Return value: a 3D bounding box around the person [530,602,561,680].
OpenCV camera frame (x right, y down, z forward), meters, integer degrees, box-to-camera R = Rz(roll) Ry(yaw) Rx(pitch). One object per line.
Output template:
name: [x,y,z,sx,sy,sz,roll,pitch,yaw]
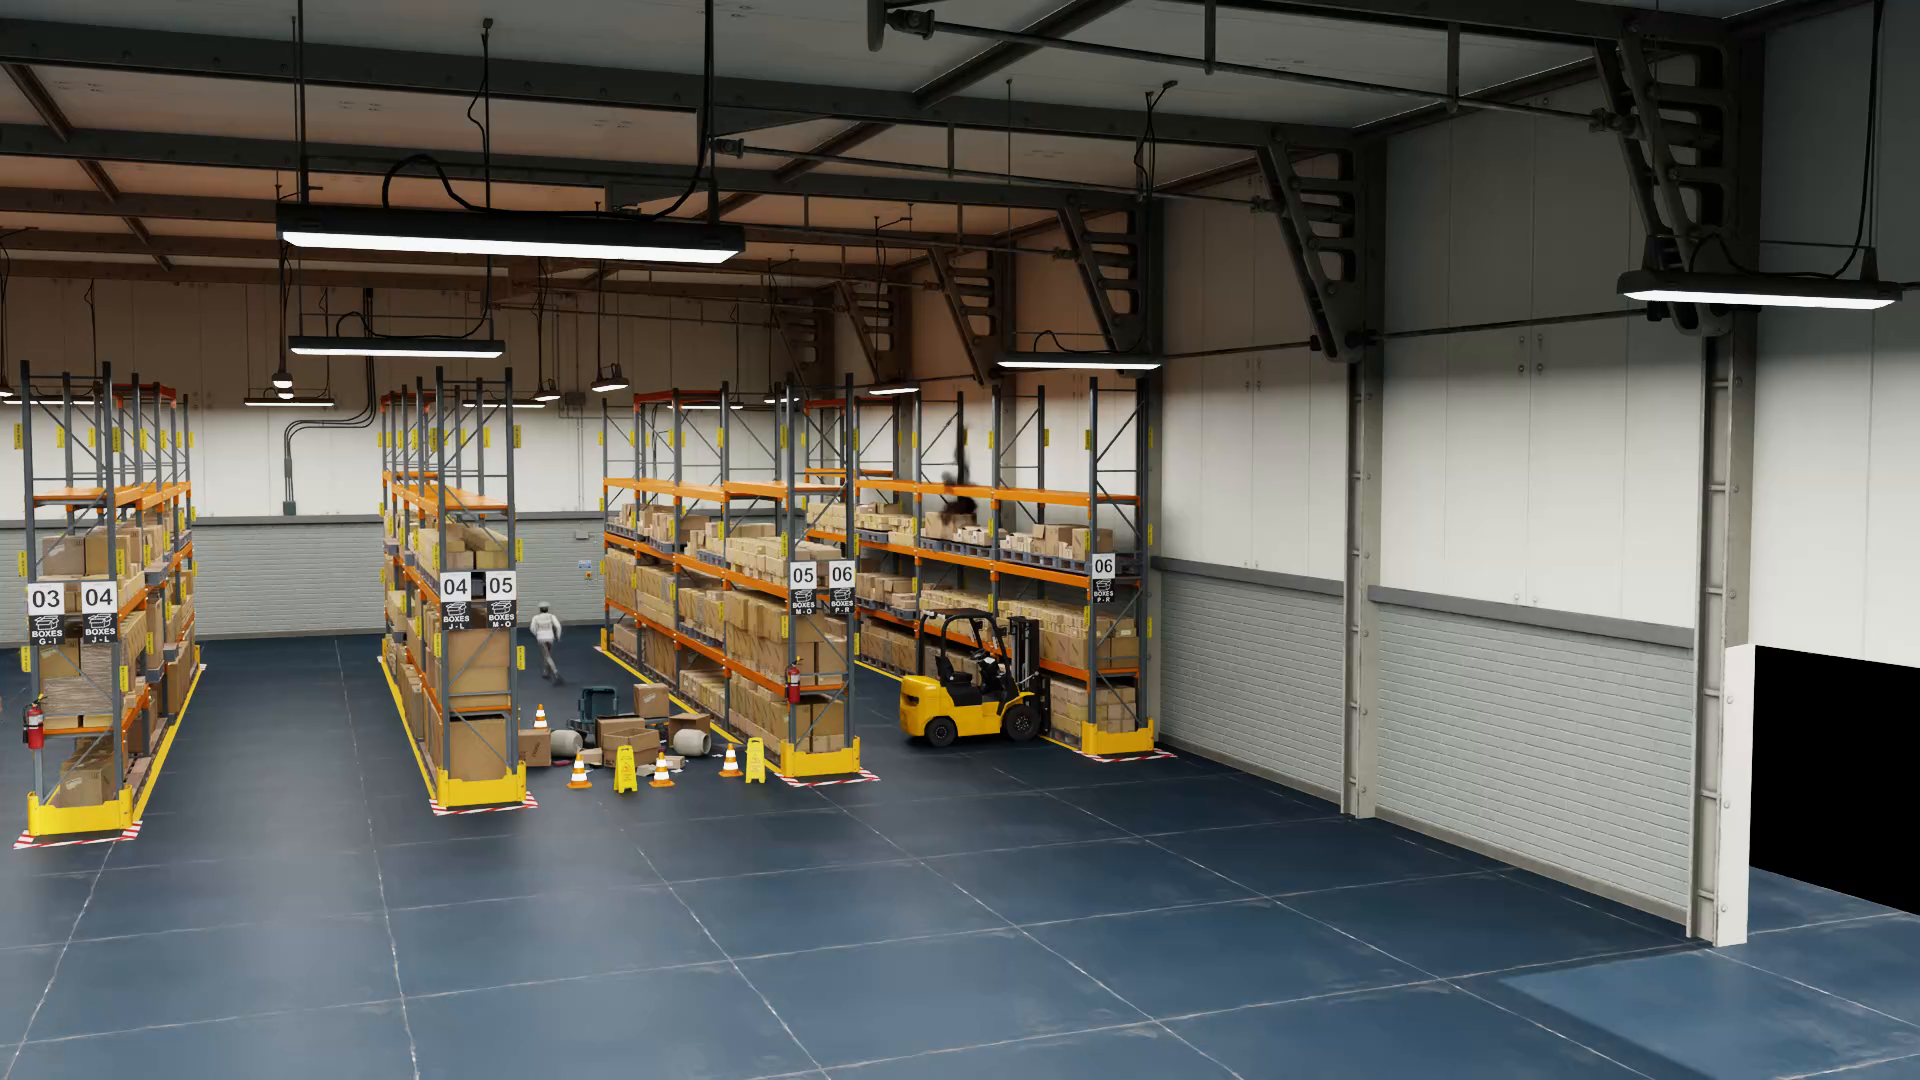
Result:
person: [-8.603,2.144,34.588,0.611,1.638,0.802,-2,4,-24]
